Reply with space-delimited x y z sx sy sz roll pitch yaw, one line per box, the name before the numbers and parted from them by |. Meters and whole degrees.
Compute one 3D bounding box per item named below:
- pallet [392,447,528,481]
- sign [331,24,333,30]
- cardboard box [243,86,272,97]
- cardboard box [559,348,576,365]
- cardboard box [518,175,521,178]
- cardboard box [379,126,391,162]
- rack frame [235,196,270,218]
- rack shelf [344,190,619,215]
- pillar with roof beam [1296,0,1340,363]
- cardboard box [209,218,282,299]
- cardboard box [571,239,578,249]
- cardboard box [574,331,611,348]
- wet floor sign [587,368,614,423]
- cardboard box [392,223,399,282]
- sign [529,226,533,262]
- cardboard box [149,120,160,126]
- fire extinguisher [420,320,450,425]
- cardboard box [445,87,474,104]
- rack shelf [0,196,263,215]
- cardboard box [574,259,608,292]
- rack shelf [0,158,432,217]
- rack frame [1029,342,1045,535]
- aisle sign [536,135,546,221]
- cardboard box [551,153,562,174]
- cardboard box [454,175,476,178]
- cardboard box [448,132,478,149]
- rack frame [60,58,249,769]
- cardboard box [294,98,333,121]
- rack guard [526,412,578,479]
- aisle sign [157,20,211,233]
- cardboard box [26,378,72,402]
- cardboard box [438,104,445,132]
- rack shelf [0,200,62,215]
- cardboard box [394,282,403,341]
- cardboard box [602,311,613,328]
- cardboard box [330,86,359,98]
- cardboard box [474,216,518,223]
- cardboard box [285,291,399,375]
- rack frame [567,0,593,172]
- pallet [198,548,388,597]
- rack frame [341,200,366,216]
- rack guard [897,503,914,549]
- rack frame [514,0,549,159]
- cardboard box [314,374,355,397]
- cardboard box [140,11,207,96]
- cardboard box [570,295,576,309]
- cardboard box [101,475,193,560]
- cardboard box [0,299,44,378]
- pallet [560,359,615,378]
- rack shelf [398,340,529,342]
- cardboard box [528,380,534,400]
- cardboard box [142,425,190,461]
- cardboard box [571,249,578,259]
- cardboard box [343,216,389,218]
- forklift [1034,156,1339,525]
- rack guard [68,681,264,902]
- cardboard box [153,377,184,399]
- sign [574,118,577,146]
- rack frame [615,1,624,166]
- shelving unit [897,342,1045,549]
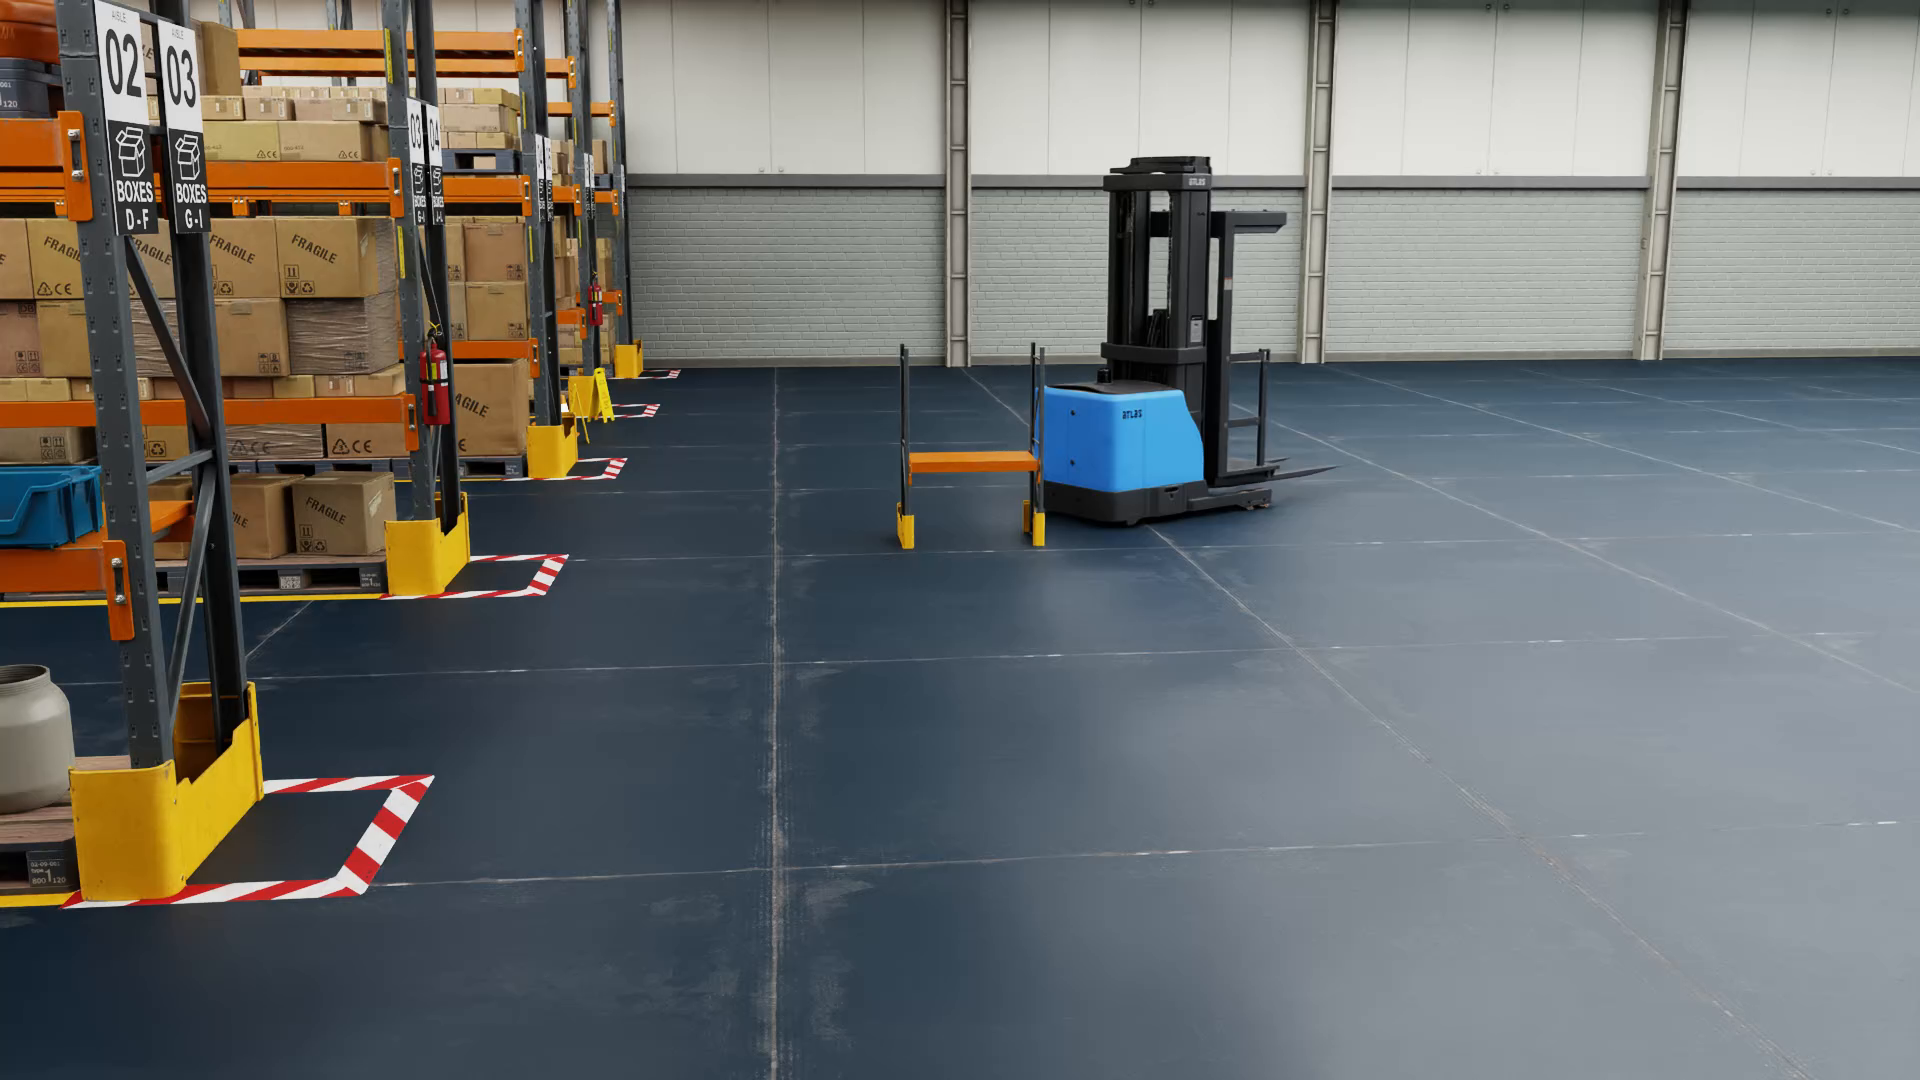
pallet | -4.822 -0.771 16.241 1.213 0.211 1.003 -1 11 -6
sign | -9.116 -7.323 24.164 0.005 0.325 0.100 -1 11 -6
cardboard box | -6.348 -4.051 15.160 0.250 0.149 0.380 -1 11 -6
cardboard box | -6.138 -2.848 25.616 0.500 0.250 0.500 -1 11 -6
cardboard box | -5.238 -4.394 20.317 0.250 0.149 0.380 -1 11 -6
cardboard box | -4.107 -2.655 11.210 0.500 0.250 0.500 -1 11 -4
rack frame | -8.647 -3.034 20.527 0.127 3.000 1.000 -1 11 -6
rack shelf | -7.198 -5.147 25.361 4.000 0.370 1.077 -1 11 -6
pillar with roof beam | 6.395 -6.596 23.091 0.400 9.000 9.100 -1 11 -6
cardboard box | -4.616 -1.833 10.791 0.500 0.500 0.500 -1 11 -6
cardboard box | -5.785 -4.524 25.392 0.250 0.149 0.380 -1 11 -6
cardboard box | -5.660 -3.102 25.613 0.500 0.250 0.500 -1 11 -7
wet floor sign | -4.366 -1.761 20.155 0.232 0.644 0.267 3 11 14
cardboard box | -5.516 -2.759 15.938 0.550 0.550 0.875 -1 11 -6
sign | -3.990 -2.751 15.468 0.005 0.325 0.100 -1 11 -6
cardboard box | -5.058 -2.537 10.608 0.500 0.250 0.500 -1 11 -5
fire extinguisher | -3.436 -1.093 10.854 0.183 0.674 0.296 -1 11 -6
cardboard box | -4.582 -4.089 15.349 0.250 0.149 0.380 -1 11 -6
rack shelf | -10.635 -4.112 20.095 4.000 0.370 1.077 -1 11 -6
cardboard box | -5.671 -4.058 25.475 0.500 0.500 0.500 -1 11 -7
rack shelf | -5.588 -2.294 10.852 4.000 0.370 1.077 -1 11 -6
rack frame | 0.590 -0.748 12.786 0.032 1.500 0.500 -1 11 -6
aisle sign | -3.932 -3.390 15.597 0.004 0.787 0.394 -1 11 -6
cardboard box | -5.150 -4.600 20.330 0.500 0.250 0.500 -1 11 -7
cardboard box | -6.008 -4.388 20.287 0.250 0.149 0.380 -1 11 -7
cardboard box | -4.580 -3.697 15.426 0.250 0.149 0.380 -1 11 -6
rack frame | -3.065 -0.267 6.453 0.127 3.000 1.000 -1 11 -6
cardboard box | -4.114 -2.763 10.724 0.250 0.149 0.380 -2 11 -8
rack guard | -4.011 -0.945 16.377 0.348 0.500 1.175 -1 11 -6
aisle sign | -3.025 -1.601 6.495 0.004 0.787 0.394 -1 11 -6
cardboard box | -5.841 -0.991 10.786 0.250 0.149 0.380 -1 11 -6
cardboard box | -4.989 -3.896 15.403 0.500 0.250 0.500 -1 11 -6
rack shelf | -15.151 -4.980 24.513 4.000 0.370 1.077 -1 11 -6
cardboard box | -5.514 -2.225 16.019 0.550 0.550 0.875 -1 11 -6
cardboard box | -5.708 -3.443 26.055 0.500 0.250 0.500 -1 11 -7
cardboard box | -5.597 -4.067 15.240 0.250 0.149 0.380 -1 11 -7
cardboard box | -5.658 -3.742 20.503 0.500 0.500 0.700 -1 11 -6
cardboard box | -4.150 -1.406 11.214 0.500 0.500 0.875 -1 11 -6
rack frame | -4.670 -6.061 20.372 0.127 3.000 1.000 -1 11 -6
pallet | -4.487 0.163 11.493 1.213 0.211 1.003 -1 11 -6
rack frame | -9.186 -3.986 25.369 0.127 3.000 1.000 -1 11 -6
rack guard | -0.419 -0.114 12.799 0.087 0.250 0.587 -1 11 -6
rack frame | -4.035 -5.114 15.554 0.127 3.000 1.000 -1 11 -6
cardboard box | -4.110 -1.043 11.051 0.250 0.149 0.380 -1 11 -6
cardboard box | -5.114 -3.049 10.497 0.500 0.500 0.500 -1 11 -6
cardboard box | -5.030 -3.027 21.141 0.250 0.149 0.380 -1 11 -6
cardboard box | -5.438 -0.159 11.290 0.500 0.500 0.500 0 11 -1
cardboard box | -6.135 -1.360 10.979 0.500 0.500 0.875 -1 11 -6
pallet | -5.966 -2.677 25.940 1.213 0.211 1.003 -1 11 -6
rack shelf | -6.023 -1.872 15.972 3.809 0.124 0.919 -1 11 -6
cardboard box | -5.469 -1.906 20.825 0.500 0.250 0.500 -1 11 -6
cardboard box | -7.379 -1.250 15.872 0.875 0.875 0.875 -1 11 -5
cardboard box | -5.775 -4.365 25.354 0.250 0.149 0.380 -1 11 -5
cardboard box | -7.174 -3.699 20.287 0.500 0.500 0.700 -1 11 -7
forklift | 2.057 -1.762 14.233 3.031 2.935 1.130 -9 14 -37
rack guard | -3.136 0.970 6.640 0.348 0.500 1.175 -1 11 -6
cardboard box | -5.102 -1.019 10.928 0.250 0.149 0.380 -1 11 -6
sign | -4.630 -4.917 20.033 0.005 0.325 0.100 -1 11 -6
rack frame | -5.210 -7.013 25.211 0.053 2.616 0.949 -1 11 -6
shelving unit | 0.076 -0.738 12.731 1.083 1.500 0.587 -1 11 -6
